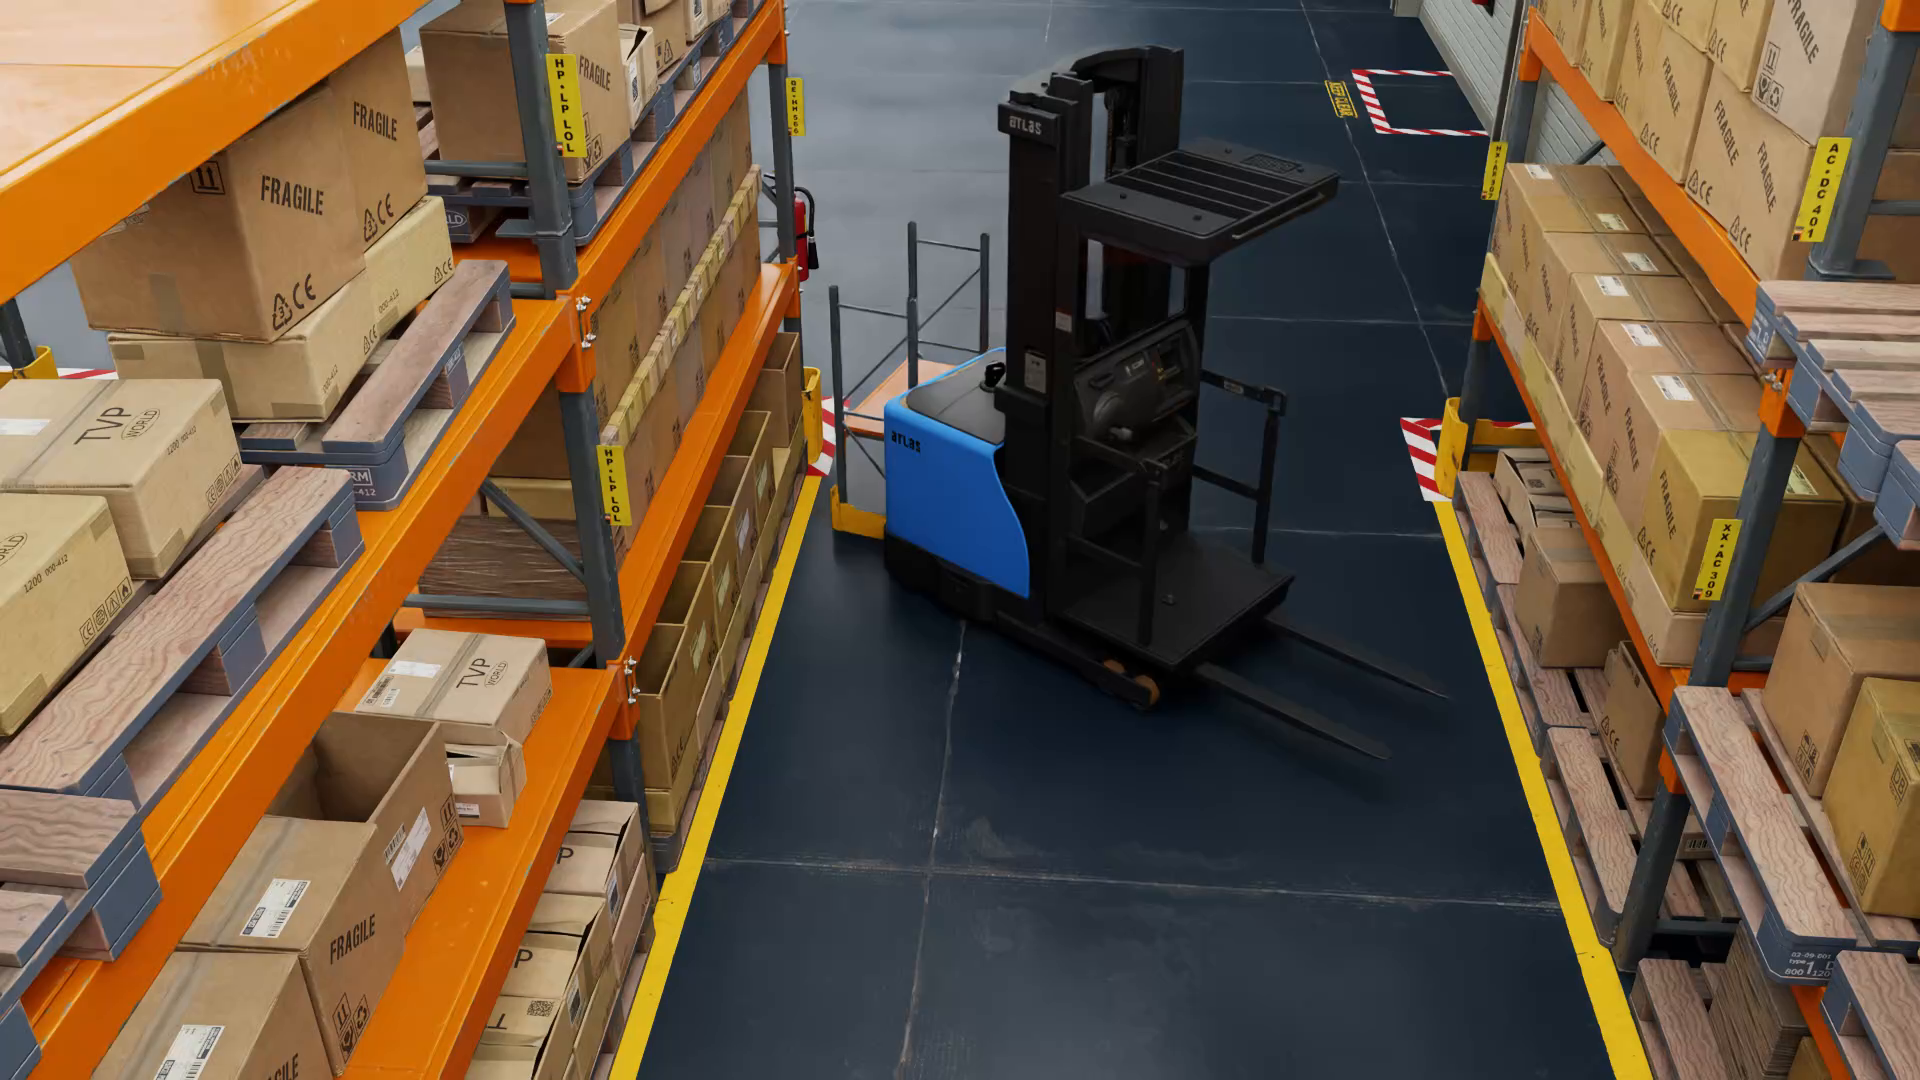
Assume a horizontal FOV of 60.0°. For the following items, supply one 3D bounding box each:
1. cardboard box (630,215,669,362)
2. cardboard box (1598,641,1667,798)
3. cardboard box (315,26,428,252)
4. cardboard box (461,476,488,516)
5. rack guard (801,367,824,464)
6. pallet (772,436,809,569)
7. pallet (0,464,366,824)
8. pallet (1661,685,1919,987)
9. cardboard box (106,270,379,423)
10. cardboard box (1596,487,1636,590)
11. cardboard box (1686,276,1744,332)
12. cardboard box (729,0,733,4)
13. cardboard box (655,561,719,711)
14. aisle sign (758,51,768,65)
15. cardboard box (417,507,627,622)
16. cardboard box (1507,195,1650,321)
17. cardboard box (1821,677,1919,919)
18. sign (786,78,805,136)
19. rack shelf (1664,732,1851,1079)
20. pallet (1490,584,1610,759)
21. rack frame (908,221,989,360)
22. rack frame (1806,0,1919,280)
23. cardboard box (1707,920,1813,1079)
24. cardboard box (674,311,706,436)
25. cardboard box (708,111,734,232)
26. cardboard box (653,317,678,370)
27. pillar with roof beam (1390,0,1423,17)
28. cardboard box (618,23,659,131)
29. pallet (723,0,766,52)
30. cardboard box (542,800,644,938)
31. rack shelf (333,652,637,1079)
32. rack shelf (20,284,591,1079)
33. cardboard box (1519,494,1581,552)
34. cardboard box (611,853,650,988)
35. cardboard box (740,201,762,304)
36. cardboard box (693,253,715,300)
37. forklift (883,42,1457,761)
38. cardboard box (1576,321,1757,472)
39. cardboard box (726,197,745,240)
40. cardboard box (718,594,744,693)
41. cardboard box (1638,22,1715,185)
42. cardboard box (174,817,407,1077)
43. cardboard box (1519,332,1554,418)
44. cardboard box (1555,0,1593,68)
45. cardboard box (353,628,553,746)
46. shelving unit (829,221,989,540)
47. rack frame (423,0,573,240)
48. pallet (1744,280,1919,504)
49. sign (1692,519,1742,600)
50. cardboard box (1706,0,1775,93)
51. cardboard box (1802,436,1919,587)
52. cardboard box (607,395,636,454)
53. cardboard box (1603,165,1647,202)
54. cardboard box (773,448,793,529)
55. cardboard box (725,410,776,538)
[{"bbox_3d":[-1.672,-1.105,7.133,0.700,0.500,0.500,2,32,4],"label":"cardboard box"},{"bbox_3d":[3.199,0.790,7.352,0.500,0.500,0.500,0,32,0],"label":"cardboard box"},{"bbox_3d":[-1.873,-1.142,4.694,0.500,0.500,0.500,3,32,5],"label":"cardboard box"},{"bbox_3d":[-1.974,-0.222,6.318,0.380,0.149,0.250,2,32,4],"label":"cardboard box"},{"bbox_3d":[-1.455,-0.792,10.339,1.175,0.500,0.348,2,32,4],"label":"rack guard"},{"bbox_3d":[-1.478,-0.255,9.743,1.003,0.211,1.213,2,32,4],"label":"pallet"},{"bbox_3d":[-2.054,0.199,3.669,1.003,0.211,1.213,4,32,6],"label":"pallet"},{"bbox_3d":[2.947,0.933,5.341,1.003,0.211,1.213,2,32,4],"label":"pallet"},{"bbox_3d":[-1.885,-0.535,4.423,0.500,0.250,0.500,0,32,-1],"label":"cardboard box"},{"bbox_3d":[2.940,-0.008,6.808,0.500,0.250,0.500,3,32,4],"label":"cardboard box"},{"bbox_3d":[3.524,-0.846,7.453,0.500,0.500,0.500,3,32,5],"label":"cardboard box"},{"bbox_3d":[-1.288,-2.682,7.773,0.500,0.250,0.500,2,32,4],"label":"cardboard box"},{"bbox_3d":[-1.400,0.430,7.480,0.500,0.500,0.500,2,32,4],"label":"cardboard box"},{"bbox_3d":[-1.159,-2.972,9.016,0.394,0.787,0.004,2,32,4],"label":"aisle sign"},{"bbox_3d":[-1.753,-0.027,6.620,0.700,0.500,0.500,2,32,3],"label":"cardboard box"},{"bbox_3d":[3.092,-1.403,8.357,0.500,0.500,0.500,3,32,4],"label":"cardboard box"},{"bbox_3d":[3.026,0.784,4.884,0.700,0.500,0.500,6,32,9],"label":"cardboard box"},{"bbox_3d":[-0.918,-2.407,9.248,0.100,0.325,0.005,2,32,4],"label":"sign"},{"bbox_3d":[2.992,1.810,4.420,1.077,0.370,4.000,2,32,4],"label":"rack shelf"},{"bbox_3d":[3.271,0.652,8.271,1.003,0.211,1.213,2,32,4],"label":"pallet"},{"bbox_3d":[-0.068,-1.159,9.981,0.500,1.500,0.032,12,34,19],"label":"rack frame"},{"bbox_3d":[3.155,-2.096,4.355,1.000,3.000,0.127,2,32,4],"label":"rack frame"},{"bbox_3d":[3.111,1.720,5.843,0.700,0.500,0.500,3,32,6],"label":"cardboard box"},{"bbox_3d":[-1.631,-0.833,7.928,0.700,0.500,0.500,3,32,5],"label":"cardboard box"},{"bbox_3d":[-1.550,-1.892,8.410,0.700,0.500,0.500,2,32,3],"label":"cardboard box"},{"bbox_3d":[-1.467,-0.877,7.381,0.380,0.149,0.250,2,32,3],"label":"cardboard box"},{"bbox_3d":[0.972,-10.244,17.575,9.100,9.000,0.400,2,32,4],"label":"pillar with roof beam"},{"bbox_3d":[-1.435,-1.764,6.226,0.500,0.311,0.500,1,32,1],"label":"cardboard box"},{"bbox_3d":[-1.541,-2.714,8.301,1.003,0.211,1.213,2,32,4],"label":"pallet"},{"bbox_3d":[-1.530,1.225,6.369,0.500,0.311,0.500,2,32,4],"label":"cardboard box"},{"bbox_3d":[-1.946,1.600,4.761,1.077,0.370,4.000,2,32,4],"label":"rack shelf"},{"bbox_3d":[-1.946,0.323,3.974,1.077,0.370,4.000,2,32,4],"label":"rack shelf"},{"bbox_3d":[3.288,-0.021,8.848,0.500,0.311,0.500,5,32,8],"label":"cardboard box"},{"bbox_3d":[-1.528,1.469,6.508,0.500,0.250,0.500,2,32,4],"label":"cardboard box"},{"bbox_3d":[-1.508,-1.643,9.241,0.700,0.500,0.500,2,32,4],"label":"cardboard box"},{"bbox_3d":[-1.403,-1.277,8.030,0.380,0.149,0.250,3,32,5],"label":"cardboard box"},{"bbox_3d":[1.019,-0.726,7.914,3.031,2.935,1.130,25,40,35],"label":"forklift"},{"bbox_3d":[2.971,-0.591,7.039,0.500,0.500,0.500,2,32,3],"label":"cardboard box"},{"bbox_3d":[-1.339,-1.684,8.690,0.380,0.149,0.250,2,32,3],"label":"cardboard box"},{"bbox_3d":[-1.351,0.488,8.100,0.500,0.250,0.500,2,32,4],"label":"cardboard box"},{"bbox_3d":[3.010,-1.700,6.457,0.500,0.500,0.500,1,32,2],"label":"cardboard box"},{"bbox_3d":[-1.945,1.144,4.720,0.500,0.500,0.500,3,32,4],"label":"cardboard box"},{"bbox_3d":[3.049,-0.799,8.091,0.500,0.250,0.500,2,32,3],"label":"cardboard box"},{"bbox_3d":[3.125,-2.519,7.785,0.500,0.500,0.500,4,32,7],"label":"cardboard box"},{"bbox_3d":[-1.780,0.571,5.887,0.500,0.250,0.500,4,32,7],"label":"cardboard box"},{"bbox_3d":[-0.269,-0.908,9.575,0.587,1.500,1.083,12,34,19],"label":"shelving unit"},{"bbox_3d":[-1.783,-2.306,4.695,1.000,3.000,0.127,2,32,4],"label":"rack frame"},{"bbox_3d":[2.998,-0.421,4.675,1.213,0.211,1.003,2,32,4],"label":"pallet"},{"bbox_3d":[2.613,0.070,5.733,0.100,0.325,0.005,2,32,4],"label":"sign"},{"bbox_3d":[2.959,-1.858,5.760,0.500,0.500,0.500,4,32,7],"label":"cardboard box"},{"bbox_3d":[3.401,-0.043,6.150,0.500,0.500,0.500,2,32,3],"label":"cardboard box"},{"bbox_3d":[-1.528,-0.469,6.719,0.380,0.149,0.250,2,32,3],"label":"cardboard box"},{"bbox_3d":[3.654,-1.642,8.745,0.500,0.500,0.500,2,32,3],"label":"cardboard box"},{"bbox_3d":[-1.235,-0.297,9.373,0.500,0.250,0.500,2,32,4],"label":"cardboard box"},{"bbox_3d":[-1.271,-0.354,8.752,0.500,0.500,0.500,2,32,4],"label":"cardboard box"}]
